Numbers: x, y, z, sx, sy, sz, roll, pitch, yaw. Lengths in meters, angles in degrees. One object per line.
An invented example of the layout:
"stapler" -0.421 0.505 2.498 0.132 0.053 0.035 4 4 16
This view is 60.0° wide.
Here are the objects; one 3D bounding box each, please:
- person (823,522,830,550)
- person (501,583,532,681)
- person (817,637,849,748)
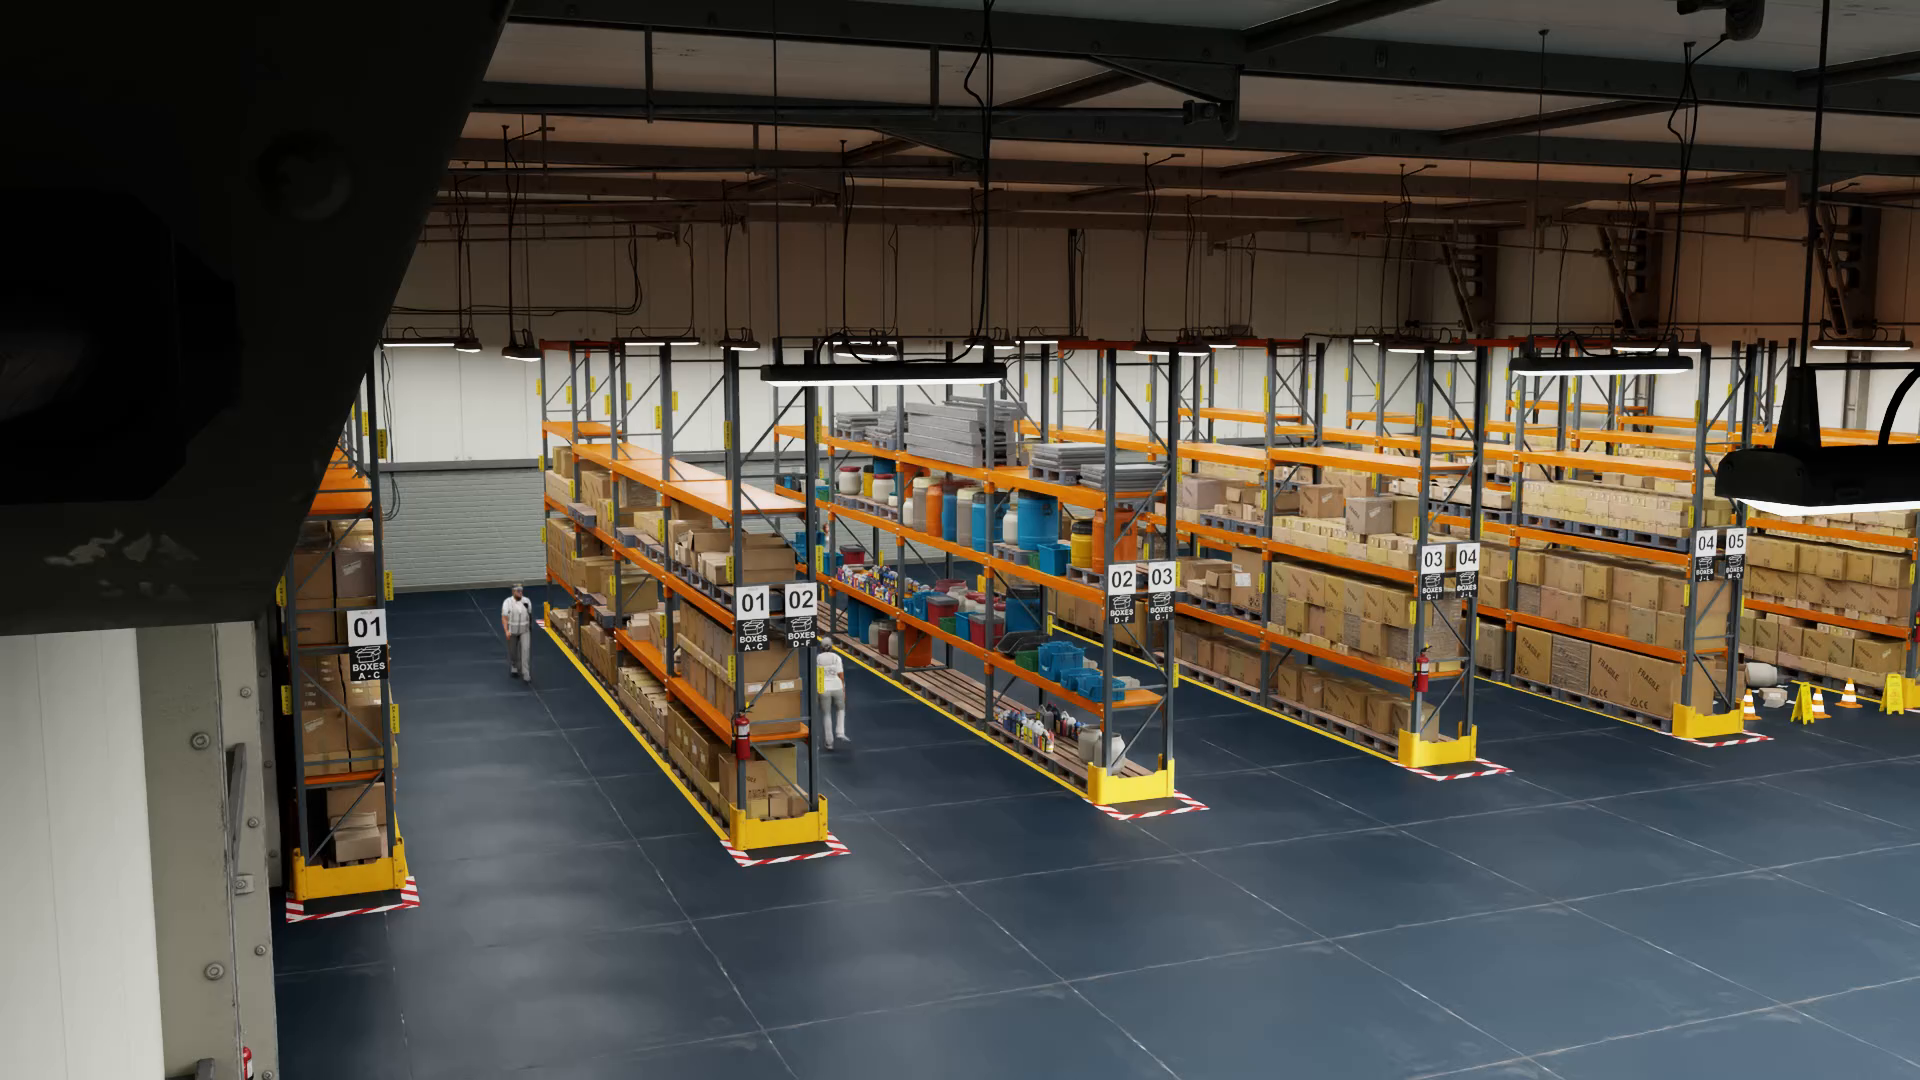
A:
"person" -3.237 0.339 40.026 0.430 1.551 0.899 -3 8 -22
"person" -7.897 1.605 29.670 0.533 1.701 1.077 -3 8 -19
"person" -1.944 2.273 24.908 0.538 1.652 0.475 -1 8 -9
